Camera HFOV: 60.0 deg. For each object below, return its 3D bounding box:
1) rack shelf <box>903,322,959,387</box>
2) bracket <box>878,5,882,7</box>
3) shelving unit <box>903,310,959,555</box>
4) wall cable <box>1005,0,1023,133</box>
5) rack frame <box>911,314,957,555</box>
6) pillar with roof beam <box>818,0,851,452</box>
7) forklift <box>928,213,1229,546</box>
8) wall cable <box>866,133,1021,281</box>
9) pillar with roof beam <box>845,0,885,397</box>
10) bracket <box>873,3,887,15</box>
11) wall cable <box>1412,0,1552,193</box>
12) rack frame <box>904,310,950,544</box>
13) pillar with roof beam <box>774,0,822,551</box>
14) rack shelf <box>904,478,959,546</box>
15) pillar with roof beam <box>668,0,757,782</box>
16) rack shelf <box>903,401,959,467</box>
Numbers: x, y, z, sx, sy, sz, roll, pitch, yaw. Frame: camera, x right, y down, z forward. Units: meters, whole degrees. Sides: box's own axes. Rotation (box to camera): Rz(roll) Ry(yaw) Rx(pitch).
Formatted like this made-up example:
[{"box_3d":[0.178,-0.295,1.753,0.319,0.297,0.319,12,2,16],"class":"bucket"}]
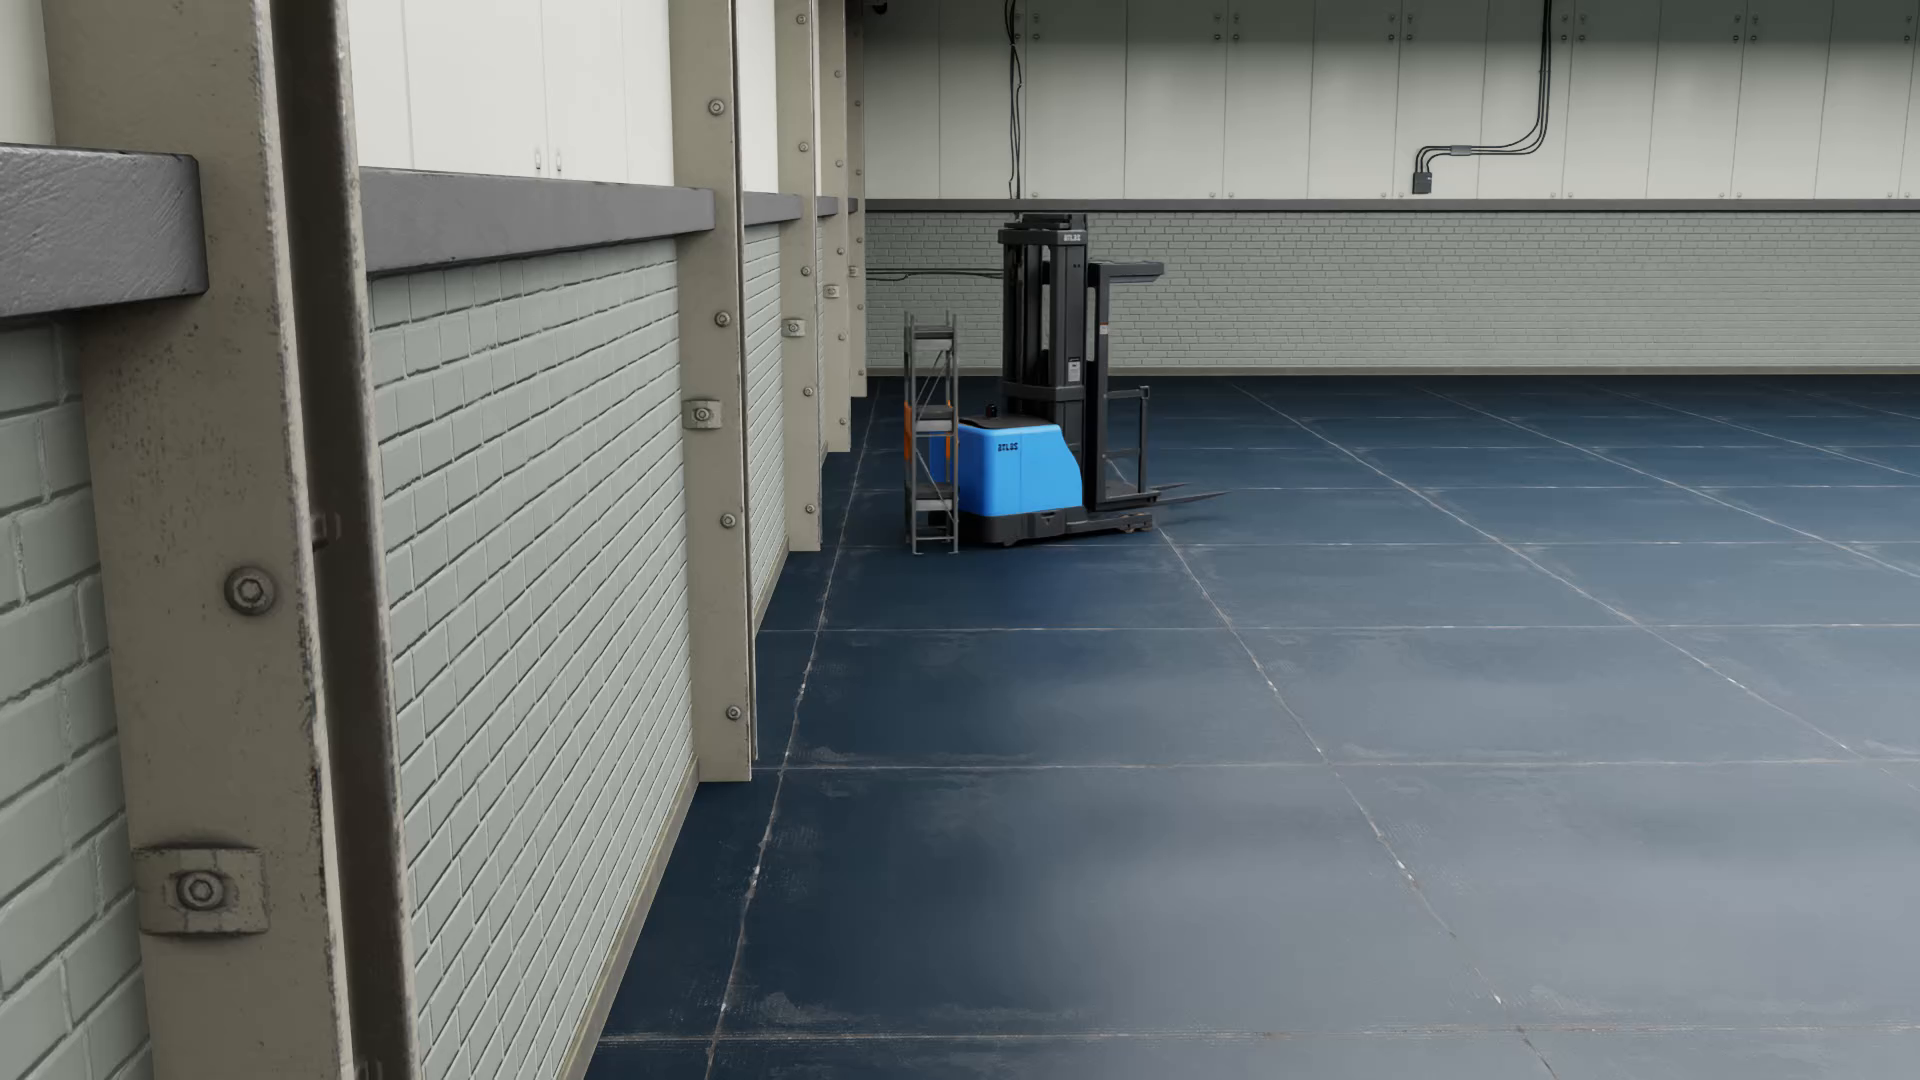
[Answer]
[{"box_3d":[-0.257,-1.625,14.525,0.431,0.518,0.480,-2,12,-8],"class":"rack shelf"},{"box_3d":[-1.343,-8.939,27.625,0.076,0.066,3.189,0,11,-1],"class":"bracket"},{"box_3d":[-0.257,-0.952,14.662,0.431,2.100,0.503,-2,12,-8],"class":"shelving unit"},{"box_3d":[2.313,-8.293,28.601,3.097,2.526,0.112,0,11,-1],"class":"wall cable"},{"box_3d":[-0.222,-0.904,14.425,0.400,2.100,0.015,-2,12,-8],"class":"rack frame"},{"box_3d":[2.776,-5.562,20.034,9.100,9.000,0.400,0,11,-1],"class":"pillar with roof beam"},{"box_3d":[1.214,-1.581,15.670,3.031,2.935,1.130,-7,14,-33],"class":"forklift"},{"box_3d":[-0.391,-5.807,29.048,3.097,2.526,0.112,0,11,-1],"class":"wall cable"},{"box_3d":[2.652,-6.755,25.913,9.100,9.000,0.548,0,11,-1],"class":"pillar with roof beam"},{"box_3d":[-1.355,-9.056,28.204,0.235,0.232,0.430,0,11,-1],"class":"bracket"},{"box_3d":[9.100,-9.031,28.578,2.305,6.003,0.169,0,11,-1],"class":"wall cable"},{"box_3d":[-0.293,-1.000,14.898,0.400,2.100,0.015,-2,12,-8],"class":"rack frame"},{"box_3d":[2.900,-4.370,14.155,9.100,9.000,0.400,0,11,-1],"class":"pillar with roof beam"},{"box_3d":[-0.257,-0.253,14.804,0.431,0.518,0.480,-2,12,-8],"class":"rack shelf"},{"box_3d":[3.024,-3.177,8.276,9.100,9.000,0.400,0,11,-1],"class":"pillar with roof beam"},{"box_3d":[-0.257,-0.939,14.665,0.431,0.518,0.480,-2,12,-8],"class":"rack shelf"}]
